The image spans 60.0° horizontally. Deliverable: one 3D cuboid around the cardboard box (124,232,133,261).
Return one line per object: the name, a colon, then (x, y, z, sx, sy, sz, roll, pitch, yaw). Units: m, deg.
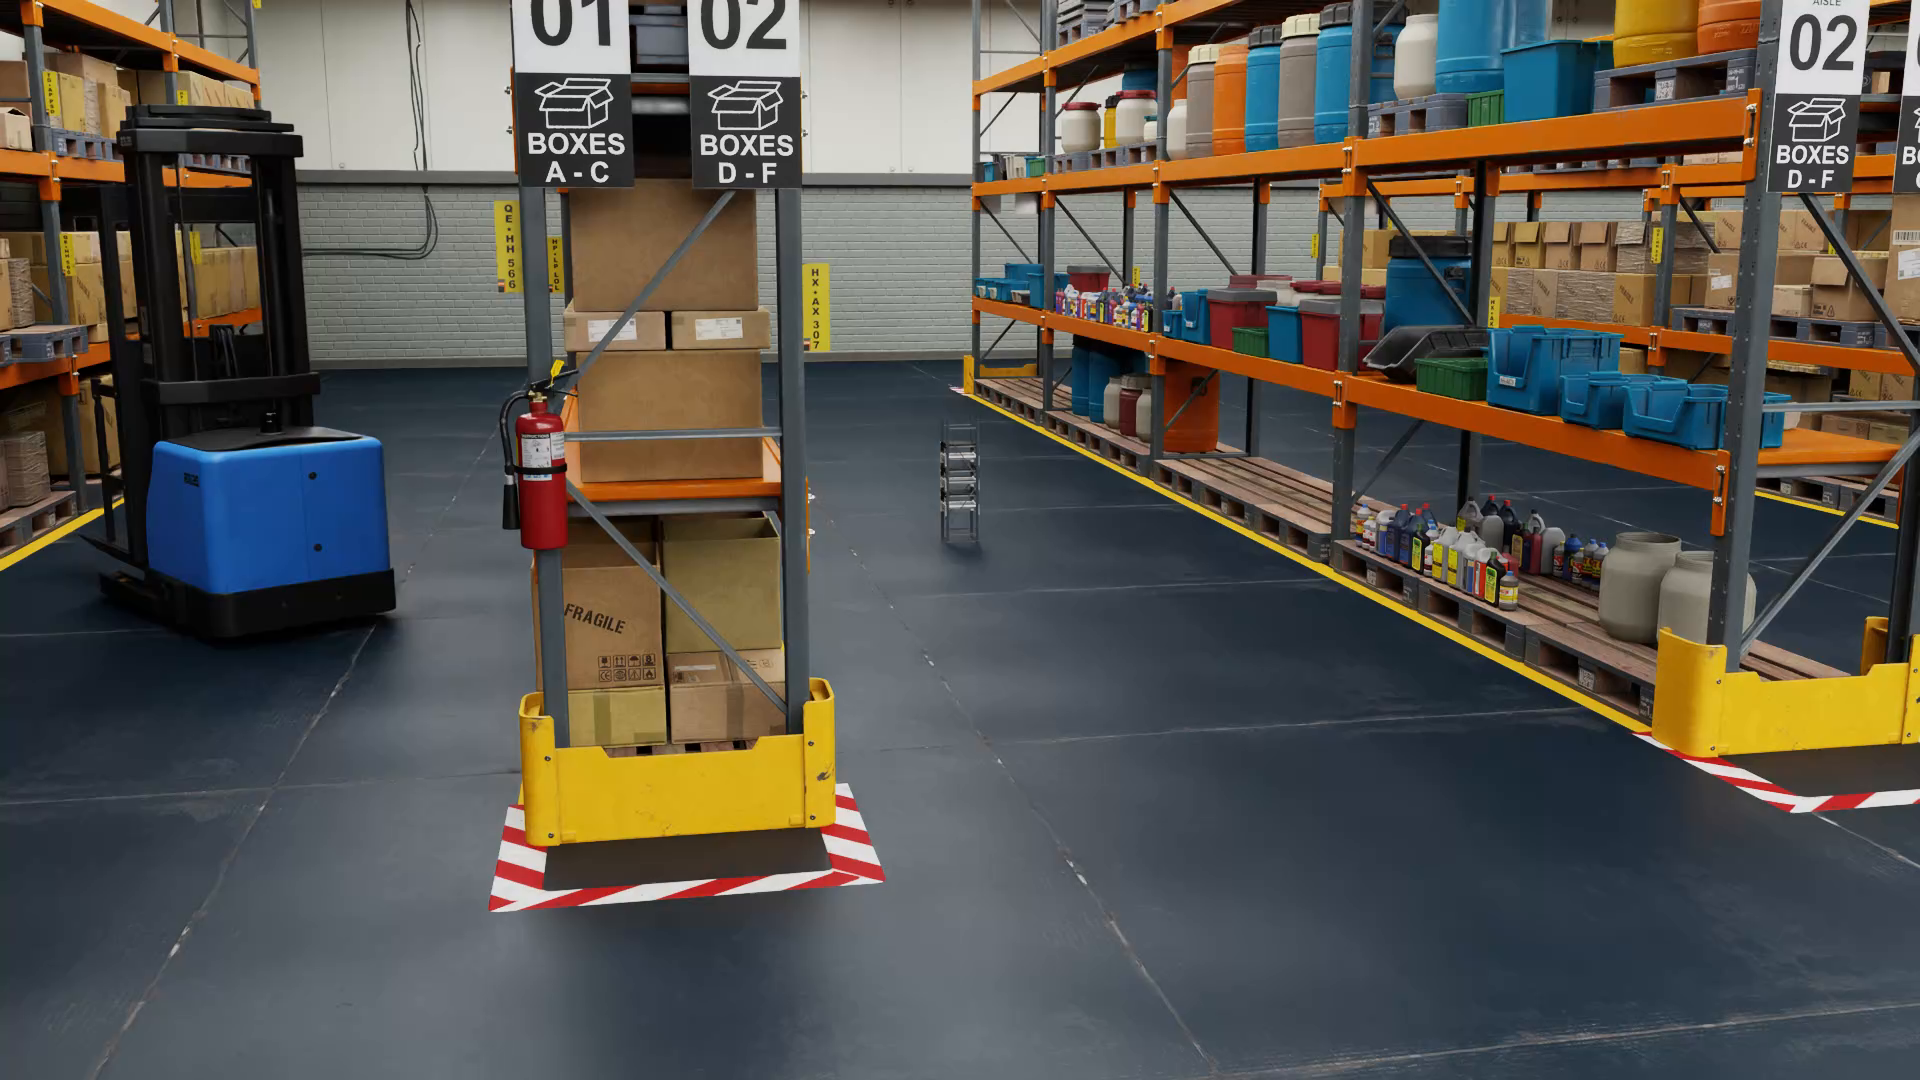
cardboard box: (-7.645, -2.623, 14.832, 0.500, 0.250, 0.500, -2, 11, -12)

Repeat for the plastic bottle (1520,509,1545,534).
plastic bottle: (3.507, -0.013, 10.148, 0.144, 0.351, 0.185, -2, 11, -11)

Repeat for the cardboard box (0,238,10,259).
cardboard box: (-7.401, -2.195, 12.527, 0.380, 0.149, 0.250, -4, 11, -18)

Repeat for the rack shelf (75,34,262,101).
rack shelf: (-8.664, -5.171, 18.290, 1.077, 0.370, 4.000, -2, 11, -11)

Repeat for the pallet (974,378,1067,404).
pallet: (0.787, -1.978, 22.025, 1.003, 0.211, 1.213, -2, 11, -11)

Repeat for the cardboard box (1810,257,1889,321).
cardboard box: (7.429, -2.052, 13.553, 0.797, 0.503, 0.637, -1, 11, -5)

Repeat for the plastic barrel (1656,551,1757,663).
plastic barrel: (3.574, 0.332, 7.962, 0.421, 0.512, 0.421, 0, 11, 0)

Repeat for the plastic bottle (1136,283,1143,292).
plastic bottle: (1.942, -2.586, 17.893, 0.144, 0.351, 0.185, -2, 11, -11)

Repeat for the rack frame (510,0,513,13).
rack frame: (-1.083, -3.334, 5.645, 1.000, 3.000, 0.127, -2, 11, -11)

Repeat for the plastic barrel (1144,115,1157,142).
plastic barrel: (1.868, -3.837, 15.556, 0.301, 0.262, 0.301, 0, 11, 0)

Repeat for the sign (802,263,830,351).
sign: (-0.537, -0.870, 6.218, 0.100, 0.325, 0.005, -2, 11, -11)

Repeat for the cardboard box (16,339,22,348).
cardboard box: (-7.334, -1.628, 13.348, 0.380, 0.149, 0.250, -2, 11, -12)

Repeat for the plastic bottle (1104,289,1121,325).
plastic bottle: (1.511, -2.308, 16.433, 0.144, 0.351, 0.185, -2, 11, -11)

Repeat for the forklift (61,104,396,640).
forklift: (-4.672, -1.104, 10.159, 1.130, 2.935, 3.031, -10, 15, -43)

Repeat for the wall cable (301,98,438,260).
wall cable: (-9.803, -5.612, 25.921, 3.097, 2.526, 0.112, -2, 11, -11)

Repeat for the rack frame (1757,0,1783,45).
rack frame: (3.776, -3.513, 6.588, 1.000, 3.000, 0.127, -2, 11, -11)

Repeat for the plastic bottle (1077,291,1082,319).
plastic bottle: (1.268, -2.464, 17.432, 0.061, 0.283, 0.133, -2, 11, -11)

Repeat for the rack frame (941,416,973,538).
rack frame: (-0.021, -0.462, 12.218, 0.240, 0.900, 0.006, -2, 11, -11)

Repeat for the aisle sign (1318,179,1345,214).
aisle sign: (5.215, -4.960, 23.282, 0.394, 0.787, 0.004, -2, 11, -11)

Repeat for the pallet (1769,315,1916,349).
pallet: (7.504, -1.758, 13.922, 1.003, 0.211, 1.213, -2, 11, -11)

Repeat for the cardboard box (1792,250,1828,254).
cardboard box: (10.815, -3.383, 20.884, 0.500, 0.500, 0.500, -2, 11, -11)

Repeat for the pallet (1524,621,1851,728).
pallet: (3.563, 0.642, 8.258, 1.003, 0.211, 1.213, -2, 11, -11)

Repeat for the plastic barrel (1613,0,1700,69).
plastic barrel: (3.430, -2.543, 7.886, 0.600, 0.588, 0.600, 0, 11, 0)

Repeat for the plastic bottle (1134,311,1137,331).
plastic bottle: (1.674, -2.059, 15.521, 0.097, 0.201, 0.097, 0, 11, 0)

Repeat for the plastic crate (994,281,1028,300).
plastic crate: (0.646, -3.149, 21.007, 0.416, 0.233, 0.300, -2, 11, -11)

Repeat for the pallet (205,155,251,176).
pallet: (-8.899, -4.435, 19.689, 1.003, 0.211, 1.213, -2, 11, -11)

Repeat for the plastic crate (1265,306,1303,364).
plastic crate: (2.479, -1.483, 12.008, 0.392, 0.384, 0.575, -2, 11, -11)

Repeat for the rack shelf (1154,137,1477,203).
rack shelf: (2.610, -2.787, 12.717, 1.077, 0.370, 4.000, -2, 11, -11)

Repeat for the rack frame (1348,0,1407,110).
rack frame: (2.999, -4.247, 10.442, 1.000, 3.000, 0.127, -2, 11, -11)

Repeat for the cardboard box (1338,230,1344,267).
cardboard box: (5.449, -3.932, 22.433, 0.500, 0.500, 0.500, -2, 11, -12)

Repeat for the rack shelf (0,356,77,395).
rack shelf: (-7.108, -0.953, 11.105, 1.077, 0.370, 4.000, -2, 11, -11)

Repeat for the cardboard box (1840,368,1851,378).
cardboard box: (11.429, -2.139, 21.119, 0.380, 0.149, 0.250, -2, 11, -8)

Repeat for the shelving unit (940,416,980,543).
shelving unit: (-0.002, -0.444, 12.120, 0.258, 0.900, 0.210, -2, 11, -11)

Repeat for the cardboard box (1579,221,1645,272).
cardboard box: (6.829, -3.010, 17.037, 0.797, 0.503, 0.637, -2, 11, -10)

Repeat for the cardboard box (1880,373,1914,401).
cardboard box: (11.174, -1.845, 19.431, 0.500, 0.500, 0.500, -2, 11, -8)

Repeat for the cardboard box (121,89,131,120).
cardboard box: (-8.212, -3.980, 15.619, 0.700, 0.500, 0.500, -3, 11, -14)

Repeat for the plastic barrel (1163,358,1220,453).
plastic barrel: (2.109, -1.263, 15.489, 0.600, 0.830, 0.708, -2, 11, -11)

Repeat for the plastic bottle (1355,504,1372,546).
plastic bottle: (2.630, -0.101, 10.826, 0.097, 0.271, 0.097, 0, 11, 0)

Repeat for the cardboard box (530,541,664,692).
cardboard box: (-1.479, 0.302, 6.814, 0.500, 0.500, 0.500, -2, 11, -11)

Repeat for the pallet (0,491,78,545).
pallet: (-7.347, -0.160, 12.472, 1.003, 0.211, 1.213, -2, 11, -11)

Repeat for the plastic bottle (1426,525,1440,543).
plastic bottle: (2.851, 0.048, 10.044, 0.097, 0.271, 0.097, 0, 11, 0)

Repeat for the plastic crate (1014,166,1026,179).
plastic crate: (0.822, -4.330, 19.609, 0.293, 0.136, 0.466, -2, 11, -11)

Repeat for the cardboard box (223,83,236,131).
cardboard box: (-8.447, -4.852, 18.650, 0.500, 0.500, 0.500, -3, 11, -14)

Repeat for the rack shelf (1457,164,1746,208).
rack shelf: (6.690, -3.701, 17.518, 1.077, 0.370, 4.000, -2, 11, -11)

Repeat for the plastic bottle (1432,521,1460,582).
plastic bottle: (2.868, 0.061, 9.761, 0.144, 0.351, 0.185, -2, 11, -11)

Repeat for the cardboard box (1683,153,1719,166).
cardboard box: (6.921, -3.518, 15.036, 0.500, 0.250, 0.500, -2, 11, -10)

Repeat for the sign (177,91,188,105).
sign: (-7.745, -4.310, 16.574, 0.100, 0.325, 0.005, -2, 11, -11)

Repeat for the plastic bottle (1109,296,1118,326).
plastic bottle: (1.501, -2.244, 16.278, 0.061, 0.283, 0.133, -2, 11, -11)

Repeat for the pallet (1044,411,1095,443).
pallet: (1.552, -1.254, 18.221, 1.003, 0.211, 1.213, -2, 11, -11)

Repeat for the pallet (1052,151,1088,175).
pallet: (1.691, -4.008, 17.713, 1.213, 0.211, 1.003, -2, 11, -11)

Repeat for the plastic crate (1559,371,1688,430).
plastic crate: (3.265, -0.693, 8.215, 0.499, 0.251, 0.408, -2, 11, -11)

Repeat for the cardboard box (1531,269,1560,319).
cardboard box: (6.446, -2.624, 17.695, 0.500, 0.500, 0.500, -2, 11, -10)

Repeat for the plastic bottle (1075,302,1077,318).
plastic bottle: (1.264, -2.446, 17.555, 0.097, 0.201, 0.097, 0, 11, 0)

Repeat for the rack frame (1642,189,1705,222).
rack frame: (10.408, -3.843, 24.363, 1.000, 3.000, 0.127, -2, 11, -11)
